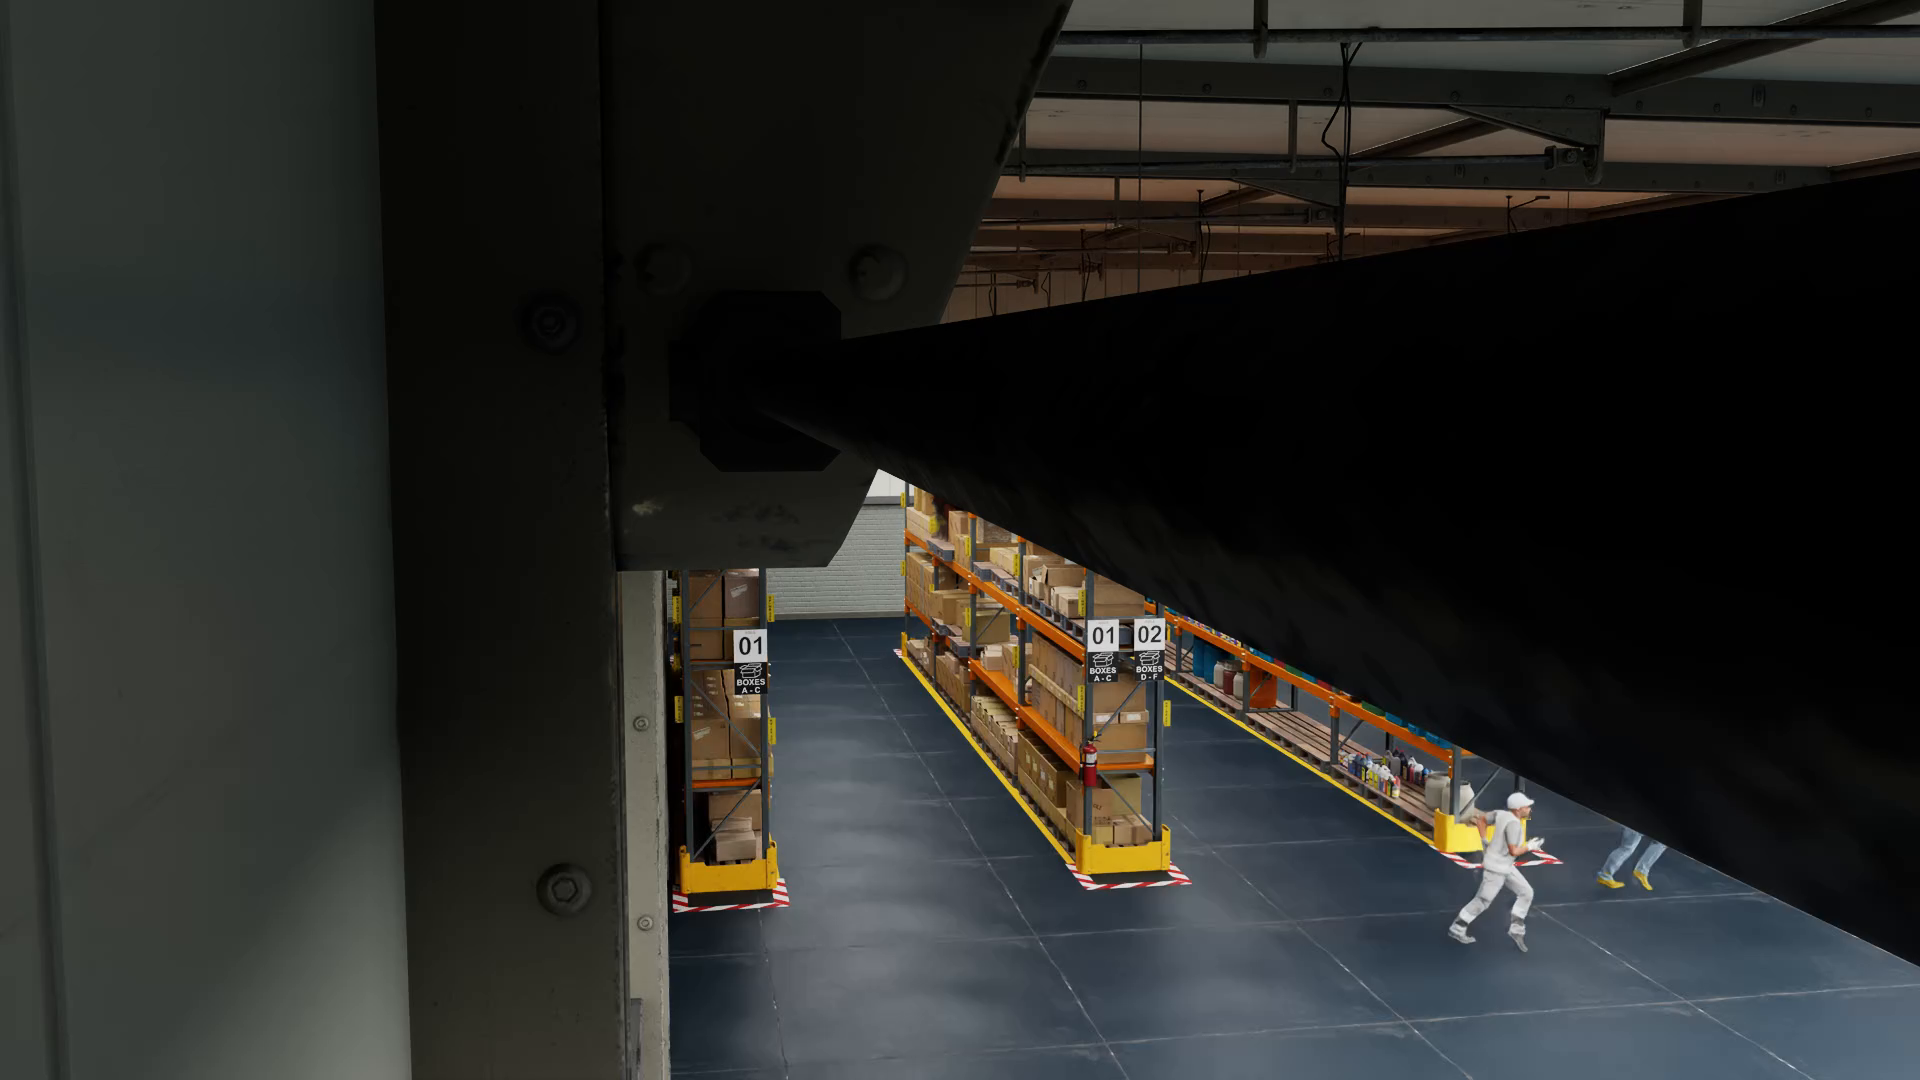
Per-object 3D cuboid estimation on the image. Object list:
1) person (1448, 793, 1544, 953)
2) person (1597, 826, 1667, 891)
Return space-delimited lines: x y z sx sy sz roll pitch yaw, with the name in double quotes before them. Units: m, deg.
"person" 5.796 3.595 17.994 0.959 1.775 0.644 2 6 17
"person" 8.191 3.375 20.067 0.866 1.769 0.703 3 6 23
